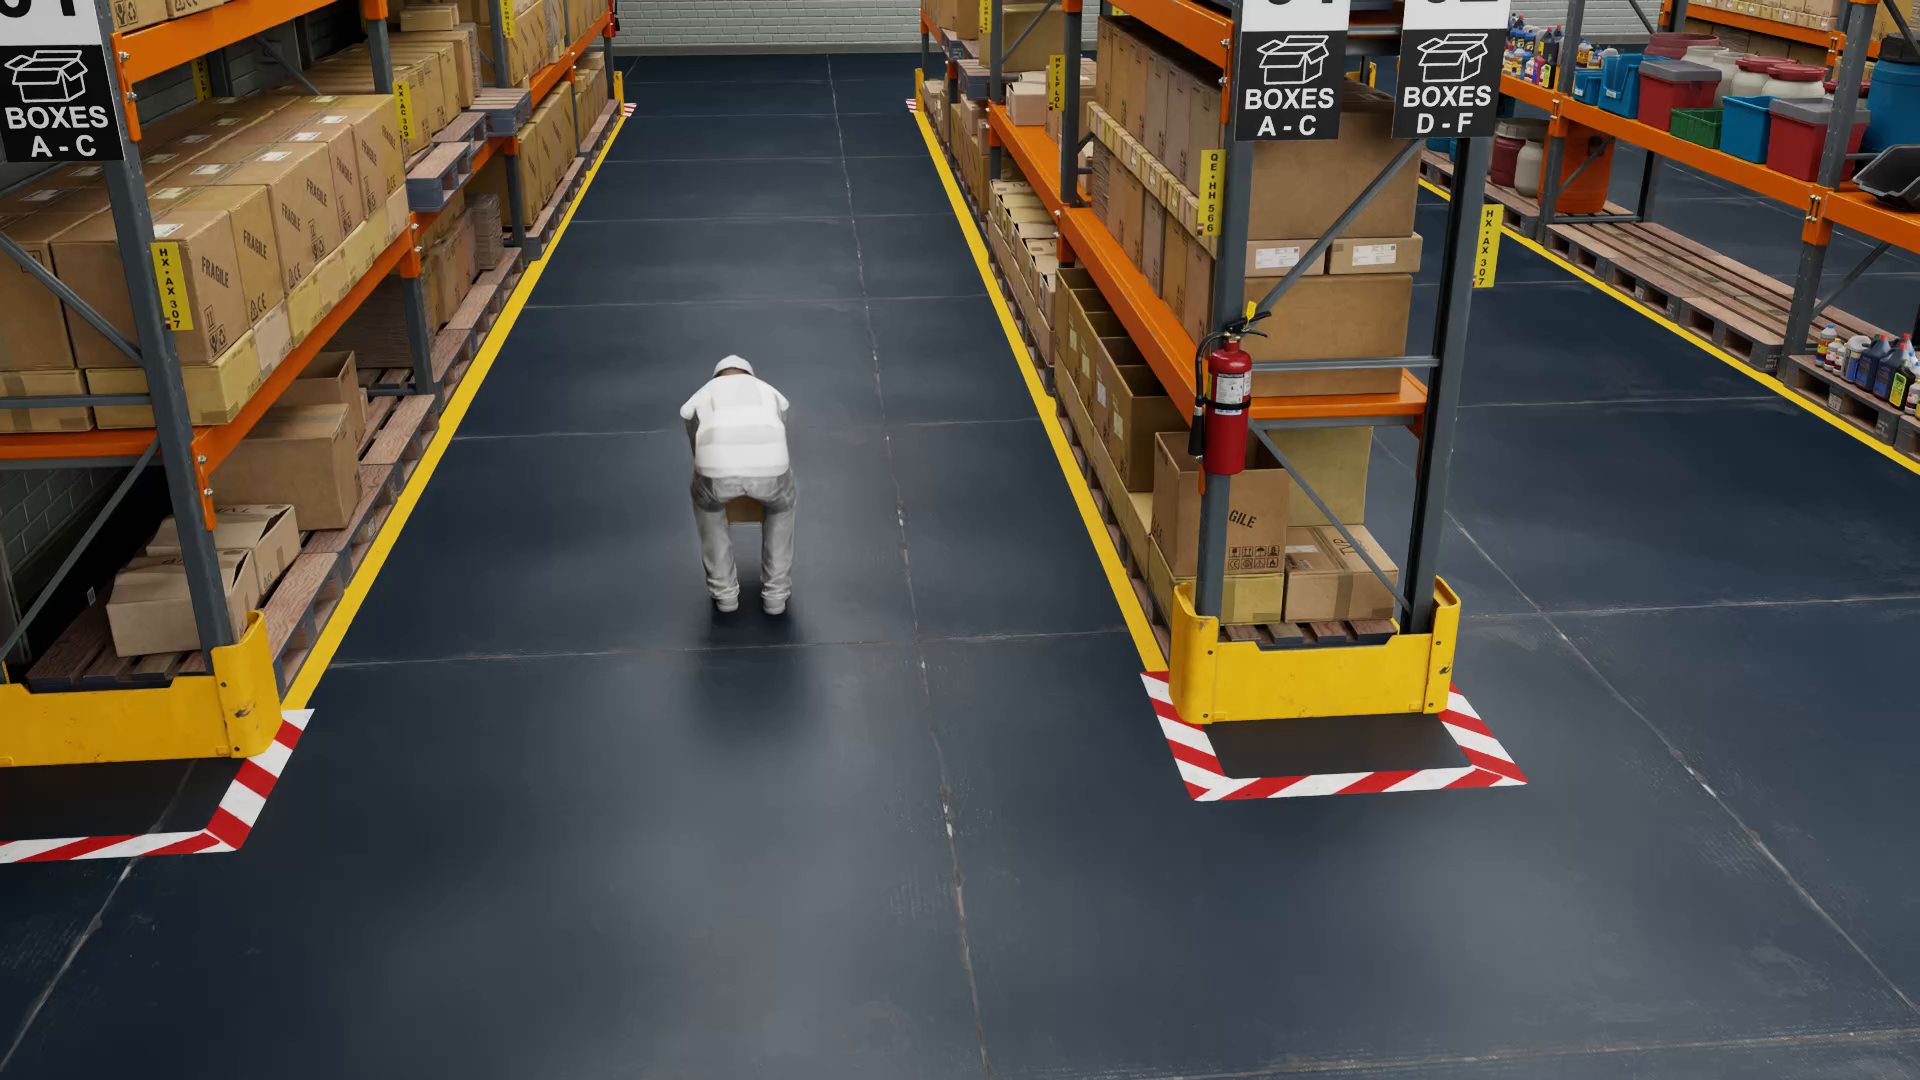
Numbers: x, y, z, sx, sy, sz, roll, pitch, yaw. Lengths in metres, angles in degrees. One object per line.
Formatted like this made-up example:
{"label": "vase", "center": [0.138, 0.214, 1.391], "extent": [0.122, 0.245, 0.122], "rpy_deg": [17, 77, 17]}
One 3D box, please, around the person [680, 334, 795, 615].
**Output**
{"label": "person", "center": [-1.062, -0.312, 8.030], "extent": [0.519, 1.190, 0.963], "rpy_deg": [-3, 24, -7]}
